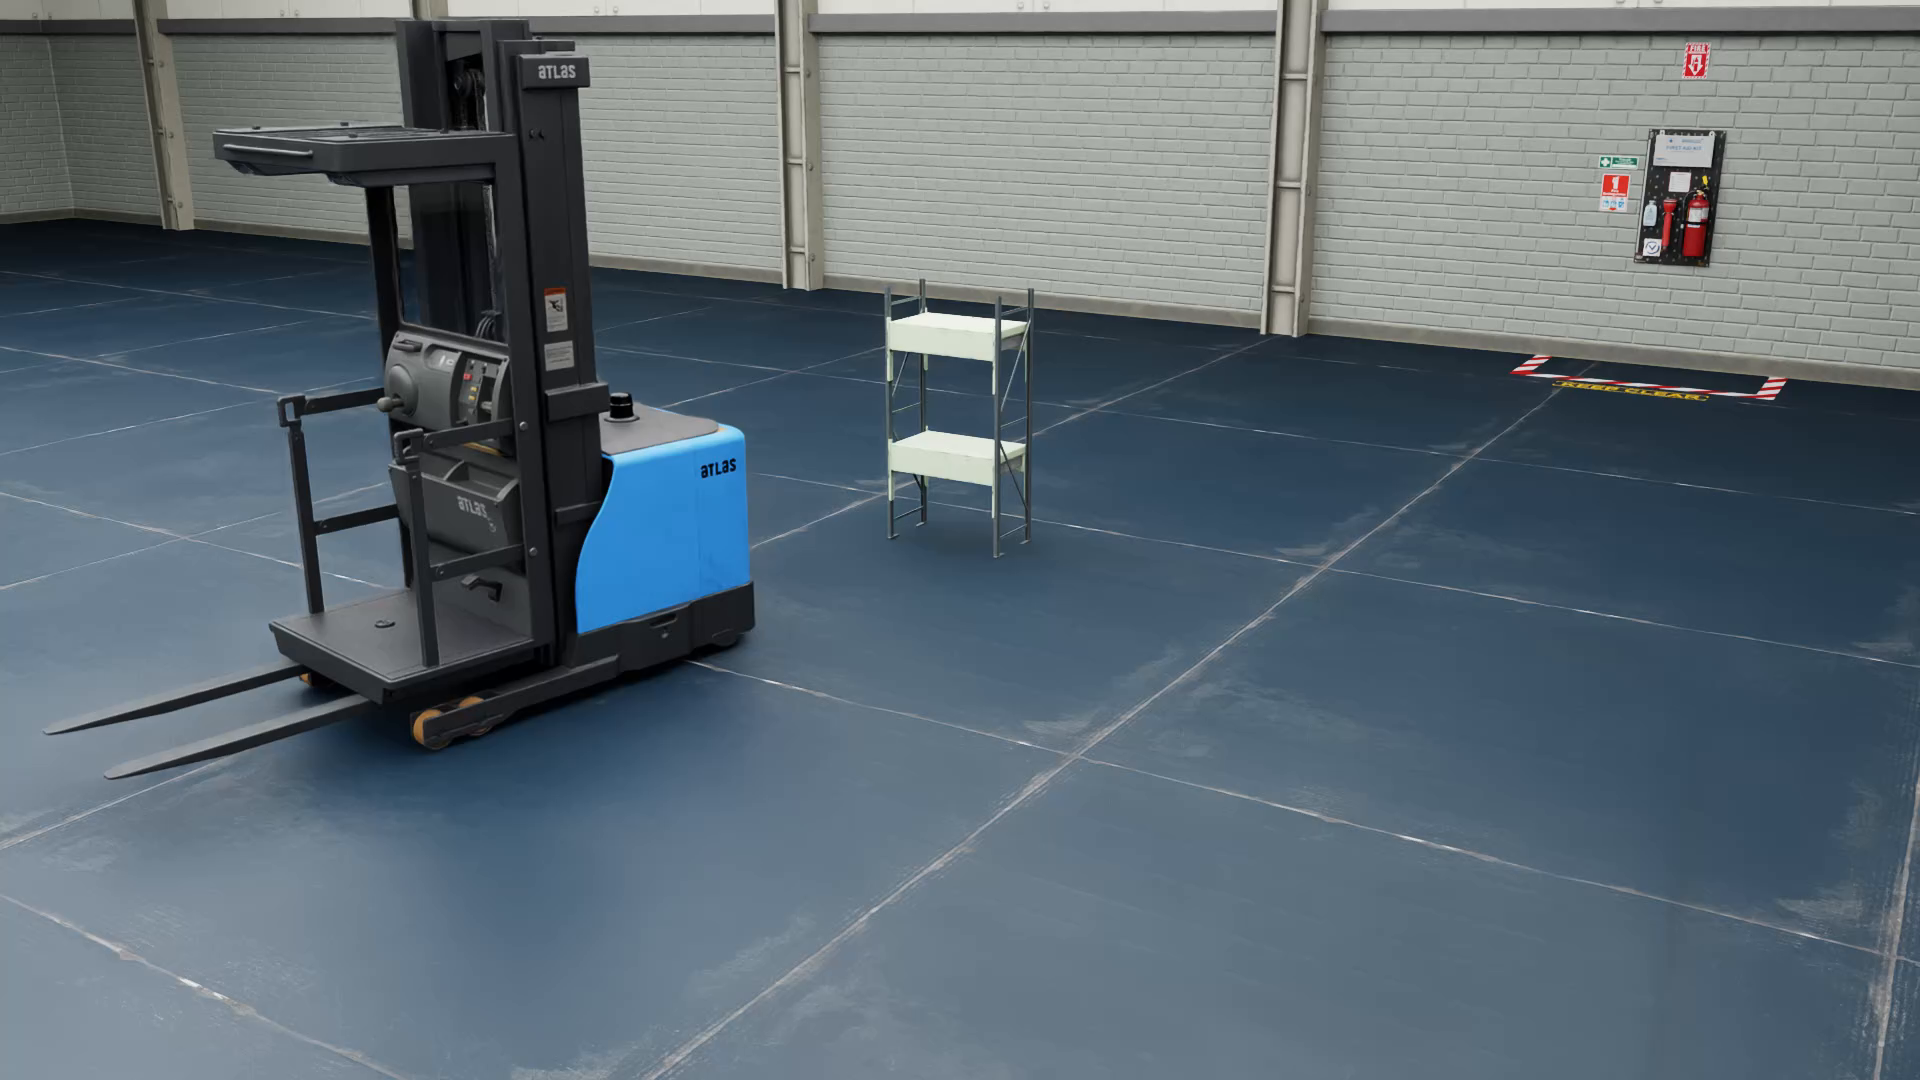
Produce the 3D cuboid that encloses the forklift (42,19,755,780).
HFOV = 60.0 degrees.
[{"bbox_3d":[-2.383,-0.689,7.106,1.130,2.935,3.031,15,22,41],"label":"forklift"}]

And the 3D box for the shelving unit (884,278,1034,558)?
[{"bbox_3d":[-0.006,-0.719,9.667,0.755,1.500,0.431,10,20,30],"label":"shelving unit"}]

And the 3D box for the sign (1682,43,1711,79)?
[{"bbox_3d":[6.332,-4.122,14.300,0.199,0.298,0.001,10,20,30],"label":"sign"}]

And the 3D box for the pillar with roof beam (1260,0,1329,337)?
[{"bbox_3d":[1.007,-5.318,11.906,0.400,9.000,9.100,10,20,30],"label":"pillar with roof beam"}]

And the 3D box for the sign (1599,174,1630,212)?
[{"bbox_3d":[5.869,-3.113,14.908,0.234,0.329,0.001,10,20,30],"label":"sign"}]

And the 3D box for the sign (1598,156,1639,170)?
[{"bbox_3d":[5.869,-3.364,14.821,0.331,0.109,0.001,10,20,30],"label":"sign"}]

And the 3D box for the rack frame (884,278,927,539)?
[{"bbox_3d":[-0.318,-0.774,9.850,0.023,1.500,0.400,10,20,30],"label":"rack frame"}]

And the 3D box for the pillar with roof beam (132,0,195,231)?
[{"bbox_3d":[-14.331,-8.056,20.919,0.400,9.000,9.100,10,20,30],"label":"pillar with roof beam"}]

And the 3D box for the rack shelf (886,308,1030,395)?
[{"bbox_3d":[-0.006,-1.092,9.553,0.720,0.370,0.431,10,20,30],"label":"rack shelf"}]

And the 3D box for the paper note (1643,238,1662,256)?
[{"bbox_3d":[6.172,-2.609,14.825,0.142,0.148,0.016,10,20,30],"label":"paper note"}]

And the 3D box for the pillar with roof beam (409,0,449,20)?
[{"bbox_3d":[-9.219,-7.143,17.915,0.400,9.000,9.100,10,20,30],"label":"pillar with roof beam"}]

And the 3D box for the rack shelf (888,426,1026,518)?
[{"bbox_3d":[-0.006,-0.407,9.761,0.720,0.370,0.431,10,20,30],"label":"rack shelf"}]

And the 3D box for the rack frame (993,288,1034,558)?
[{"bbox_3d":[0.306,-0.663,9.483,0.023,1.500,0.400,10,20,30],"label":"rack frame"}]

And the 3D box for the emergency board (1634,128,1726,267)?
[{"bbox_3d":[6.287,-2.986,14.552,0.643,1.169,0.194,10,20,30],"label":"emergency board"}]

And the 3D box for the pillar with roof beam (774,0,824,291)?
[{"bbox_3d":[-4.106,-6.231,14.910,0.400,9.000,9.100,10,20,30],"label":"pillar with roof beam"}]
